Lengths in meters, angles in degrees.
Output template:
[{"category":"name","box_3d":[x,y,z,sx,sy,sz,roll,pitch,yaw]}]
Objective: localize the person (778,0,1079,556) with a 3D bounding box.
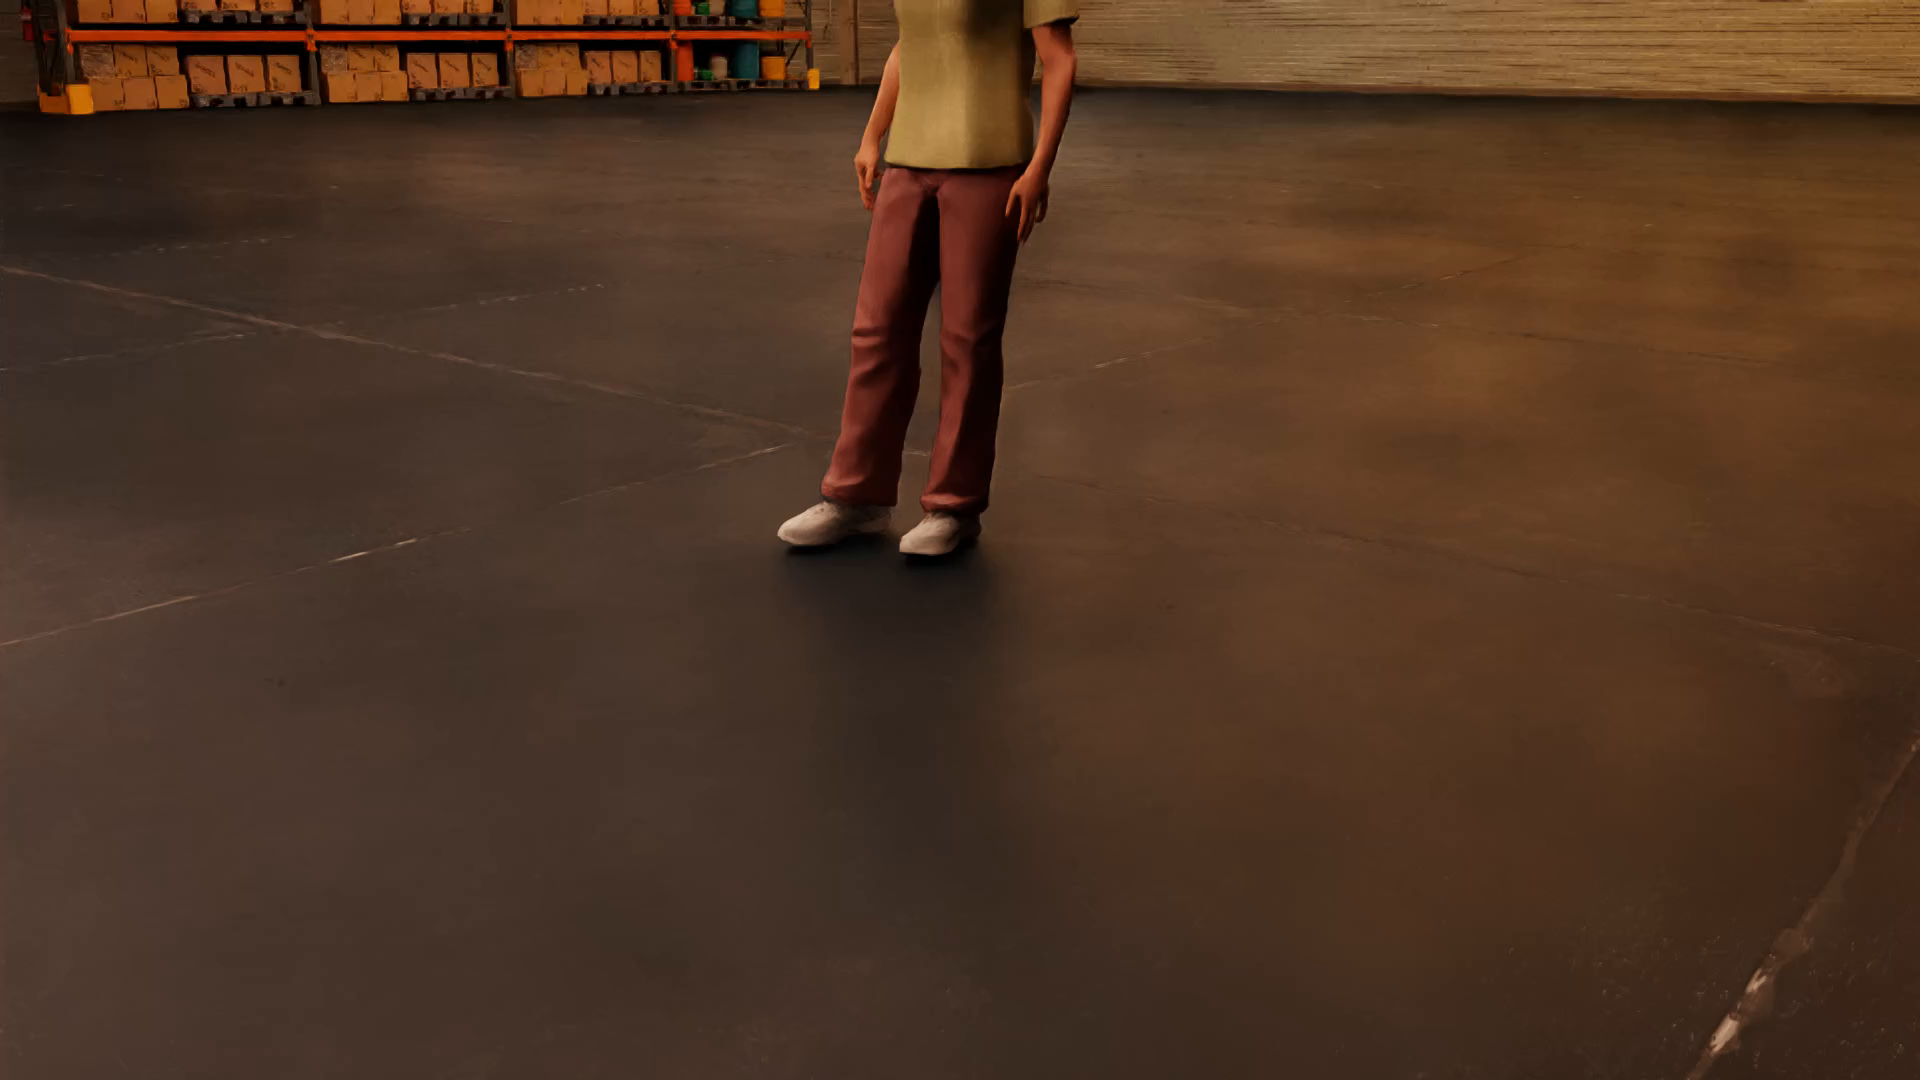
[{"category":"person","box_3d":[-0.055,-0.794,3.648,0.554,1.674,0.548,13,21,37]}]
